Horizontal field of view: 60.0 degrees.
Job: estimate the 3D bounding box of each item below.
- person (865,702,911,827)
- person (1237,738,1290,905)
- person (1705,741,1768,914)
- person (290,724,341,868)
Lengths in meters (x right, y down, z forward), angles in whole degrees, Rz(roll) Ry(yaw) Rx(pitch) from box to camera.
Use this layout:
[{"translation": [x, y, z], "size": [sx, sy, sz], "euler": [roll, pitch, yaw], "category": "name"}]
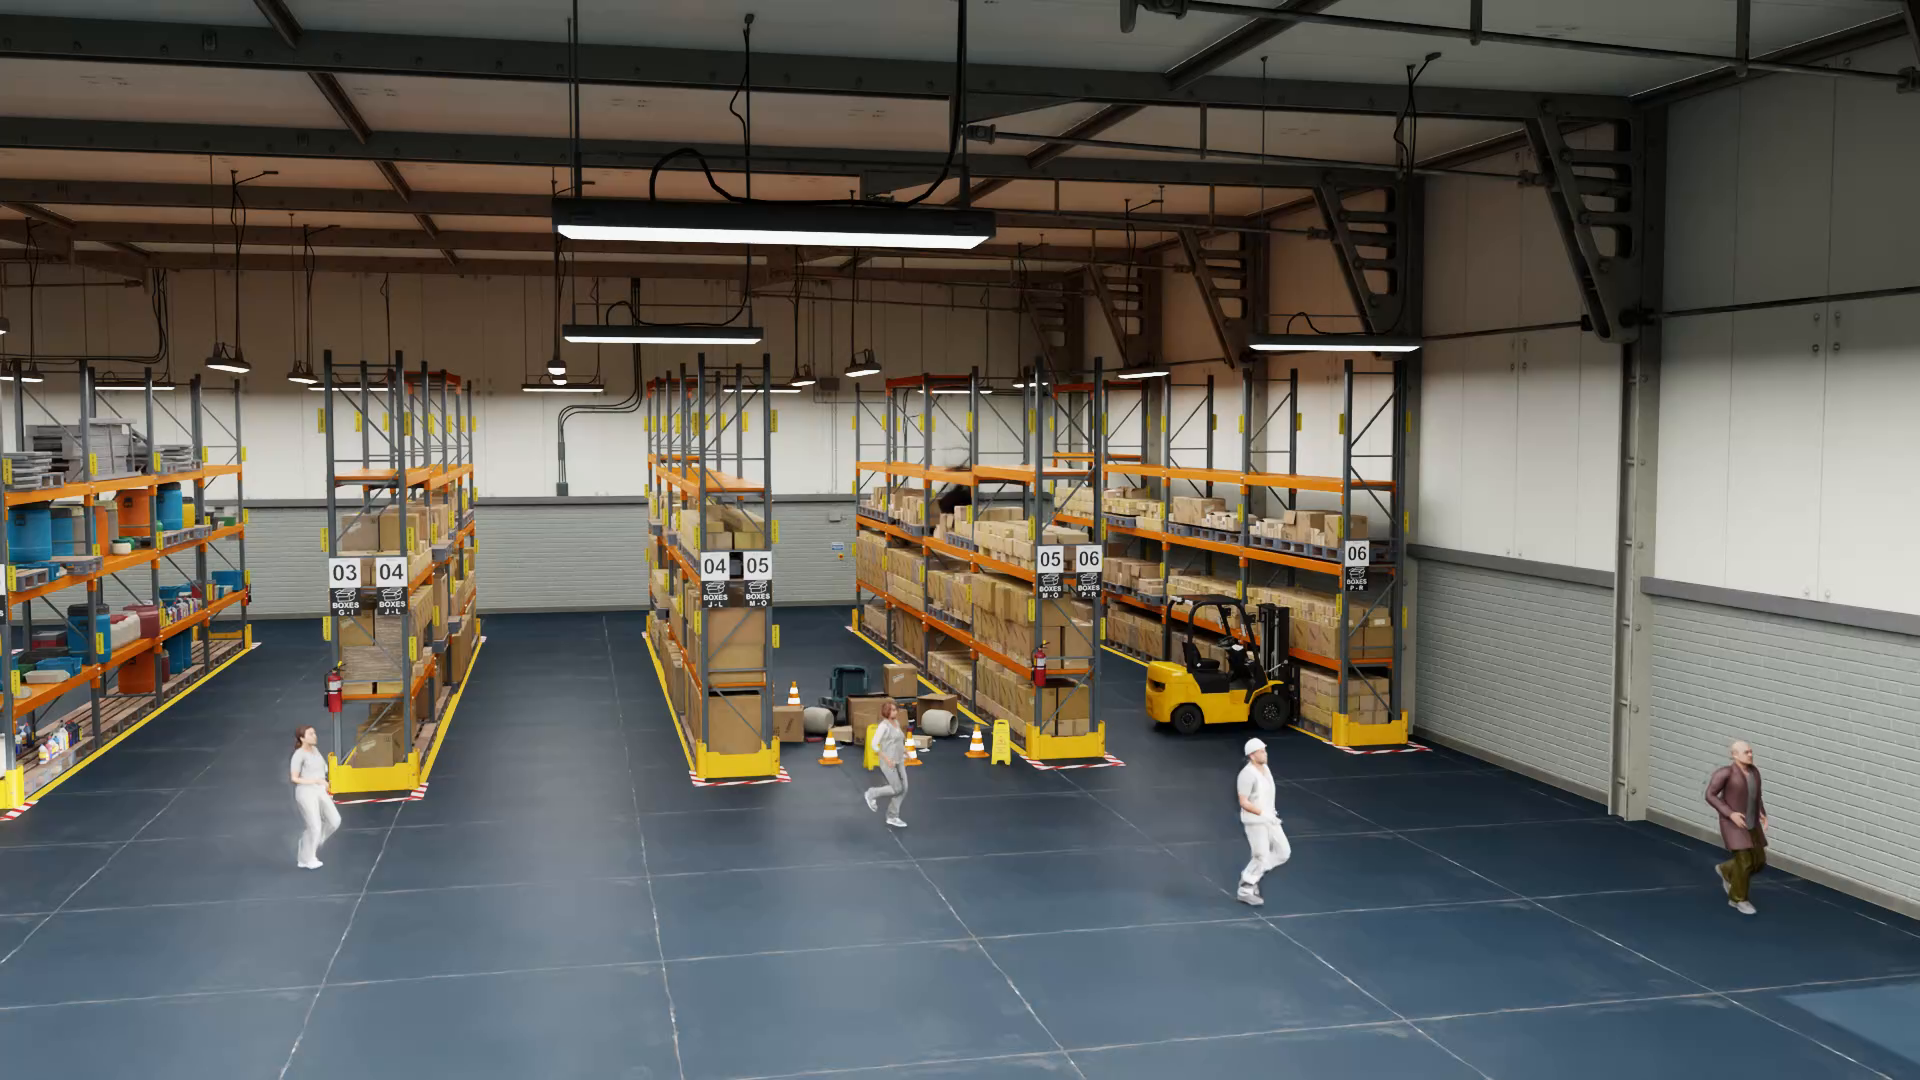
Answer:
[{"translation": [-0.906, 2.799, 20.815], "size": [0.552, 1.543, 0.547], "euler": [2, 5, 31], "category": "person"}, {"translation": [3.151, 2.926, 17.296], "size": [0.530, 1.741, 0.670], "euler": [3, 5, 34], "category": "person"}, {"translation": [8.000, 2.938, 17.186], "size": [0.721, 1.746, 0.639], "euler": [-1, 4, -20], "category": "person"}, {"translation": [-7.246, 2.879, 18.694], "size": [0.557, 1.626, 0.555], "euler": [1, 4, 17], "category": "person"}]
